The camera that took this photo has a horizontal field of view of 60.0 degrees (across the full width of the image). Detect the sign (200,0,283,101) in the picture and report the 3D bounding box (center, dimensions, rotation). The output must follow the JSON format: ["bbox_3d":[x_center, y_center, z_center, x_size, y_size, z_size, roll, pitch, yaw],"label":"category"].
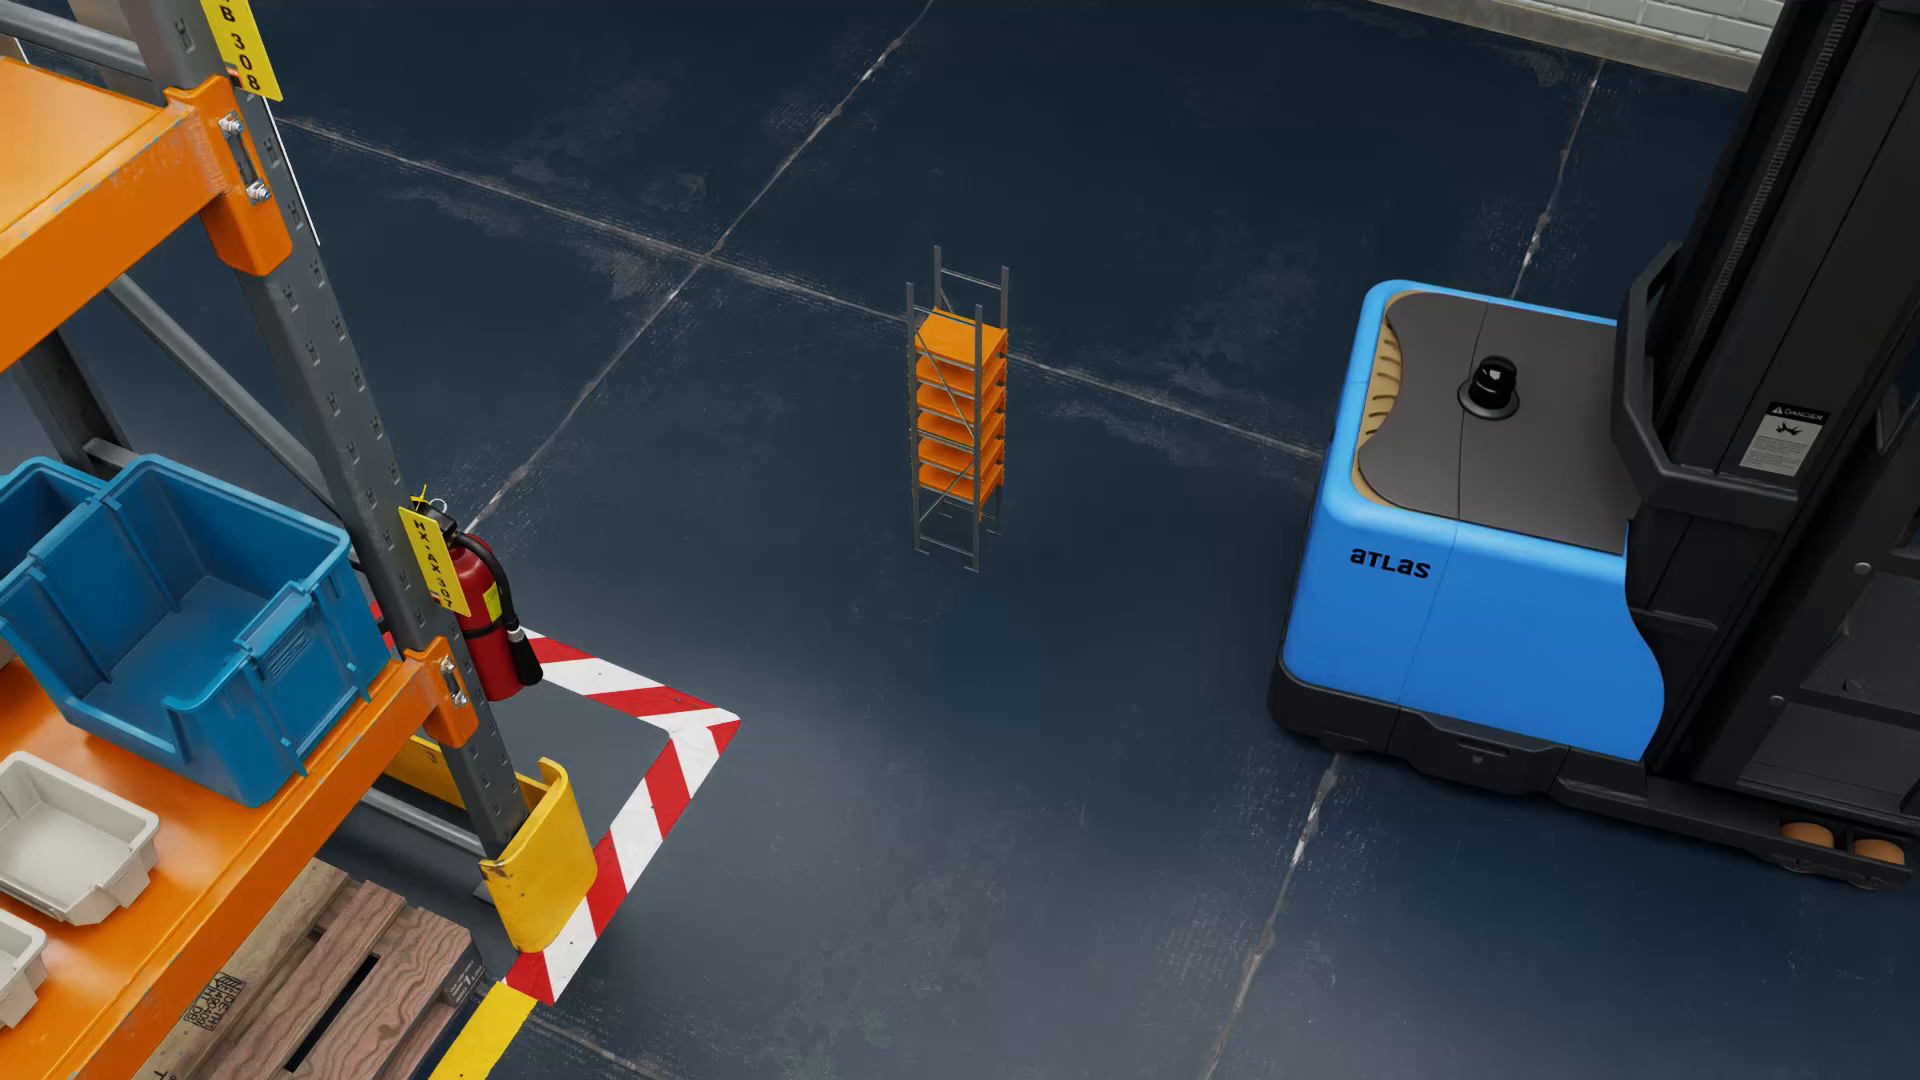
[{"bbox_3d":[-1.145,-0.834,2.589,0.100,0.325,0.005,20,52,16],"label":"sign"}]

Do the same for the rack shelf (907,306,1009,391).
[{"bbox_3d":[-0.006,-0.583,5.044,0.258,0.103,0.180,20,52,16],"label":"rack shelf"}]

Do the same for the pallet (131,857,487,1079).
[{"bbox_3d":[-2.036,1.395,4.424,1.003,0.211,1.213,20,52,16],"label":"pallet"}]

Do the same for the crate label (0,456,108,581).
[{"bbox_3d":[-2.052,0.034,3.822,0.416,0.233,0.303,20,52,16],"label":"crate label"}]

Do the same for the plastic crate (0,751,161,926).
[{"bbox_3d":[-1.834,0.623,3.384,0.396,0.136,0.243,20,52,16],"label":"plastic crate"}]

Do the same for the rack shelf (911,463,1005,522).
[{"bbox_3d":[-0.006,-0.195,5.501,0.258,0.103,0.180,20,52,16],"label":"rack shelf"}]

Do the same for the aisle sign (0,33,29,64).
[{"bbox_3d":[-1.887,-1.052,2.969,0.394,0.787,0.004,20,52,16],"label":"aisle sign"}]

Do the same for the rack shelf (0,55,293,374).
[{"bbox_3d":[-2.503,0.575,1.794,1.077,0.370,4.000,20,52,16],"label":"rack shelf"}]

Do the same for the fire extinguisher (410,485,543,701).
[{"bbox_3d":[-1.174,0.126,3.969,0.296,0.674,0.183,20,52,16],"label":"fire extinguisher"}]

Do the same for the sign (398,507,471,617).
[{"bbox_3d":[-1.145,0.051,3.630,0.100,0.325,0.005,20,52,16],"label":"sign"}]

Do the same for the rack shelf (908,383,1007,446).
[{"bbox_3d":[-0.006,-0.428,5.227,0.258,0.103,0.180,20,52,16],"label":"rack shelf"}]

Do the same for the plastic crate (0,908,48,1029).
[{"bbox_3d":[-1.971,0.818,3.218,0.396,0.136,0.243,20,52,16],"label":"plastic crate"}]

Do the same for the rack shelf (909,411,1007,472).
[{"bbox_3d":[-0.006,-0.350,5.318,0.258,0.103,0.180,20,52,16],"label":"rack shelf"}]

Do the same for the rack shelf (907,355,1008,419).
[{"bbox_3d":[-0.006,-0.506,5.136,0.258,0.103,0.180,20,52,16],"label":"rack shelf"}]

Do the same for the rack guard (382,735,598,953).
[{"bbox_3d":[-1.650,0.726,4.804,1.175,0.500,0.348,20,52,16],"label":"rack guard"}]

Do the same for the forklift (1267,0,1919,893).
[{"bbox_3d":[2.539,-0.380,4.149,3.031,2.935,1.130,13,51,11],"label":"forklift"}]

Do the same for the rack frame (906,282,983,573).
[{"bbox_3d":[-0.045,-0.316,5.231,0.240,1.200,0.006,20,52,16],"label":"rack frame"}]

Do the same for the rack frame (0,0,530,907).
[{"bbox_3d":[-1.649,-0.063,3.834,1.000,3.000,0.127,20,52,16],"label":"rack frame"}]

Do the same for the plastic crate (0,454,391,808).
[{"bbox_3d":[-1.623,0.197,3.550,0.616,0.435,0.499,20,52,16],"label":"plastic crate"}]

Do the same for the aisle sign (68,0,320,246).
[{"bbox_3d":[-1.353,-0.860,2.805,0.394,0.787,0.004,20,52,16],"label":"aisle sign"}]

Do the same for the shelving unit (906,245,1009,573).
[{"bbox_3d":[-0.006,-0.379,5.285,0.258,1.200,0.189,20,52,16],"label":"shelving unit"}]

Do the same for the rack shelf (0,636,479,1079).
[{"bbox_3d":[-2.503,1.547,2.937,1.077,0.370,4.000,20,52,16],"label":"rack shelf"}]

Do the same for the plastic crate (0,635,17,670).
[{"bbox_3d":[-2.264,0.259,3.694,0.250,0.136,0.298,20,52,16],"label":"plastic crate"}]

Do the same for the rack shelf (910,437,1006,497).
[{"bbox_3d":[-0.006,-0.272,5.410,0.258,0.103,0.180,20,52,16],"label":"rack shelf"}]

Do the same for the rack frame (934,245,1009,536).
[{"bbox_3d":[0.033,-0.442,5.338,0.240,1.200,0.006,20,52,16],"label":"rack frame"}]
